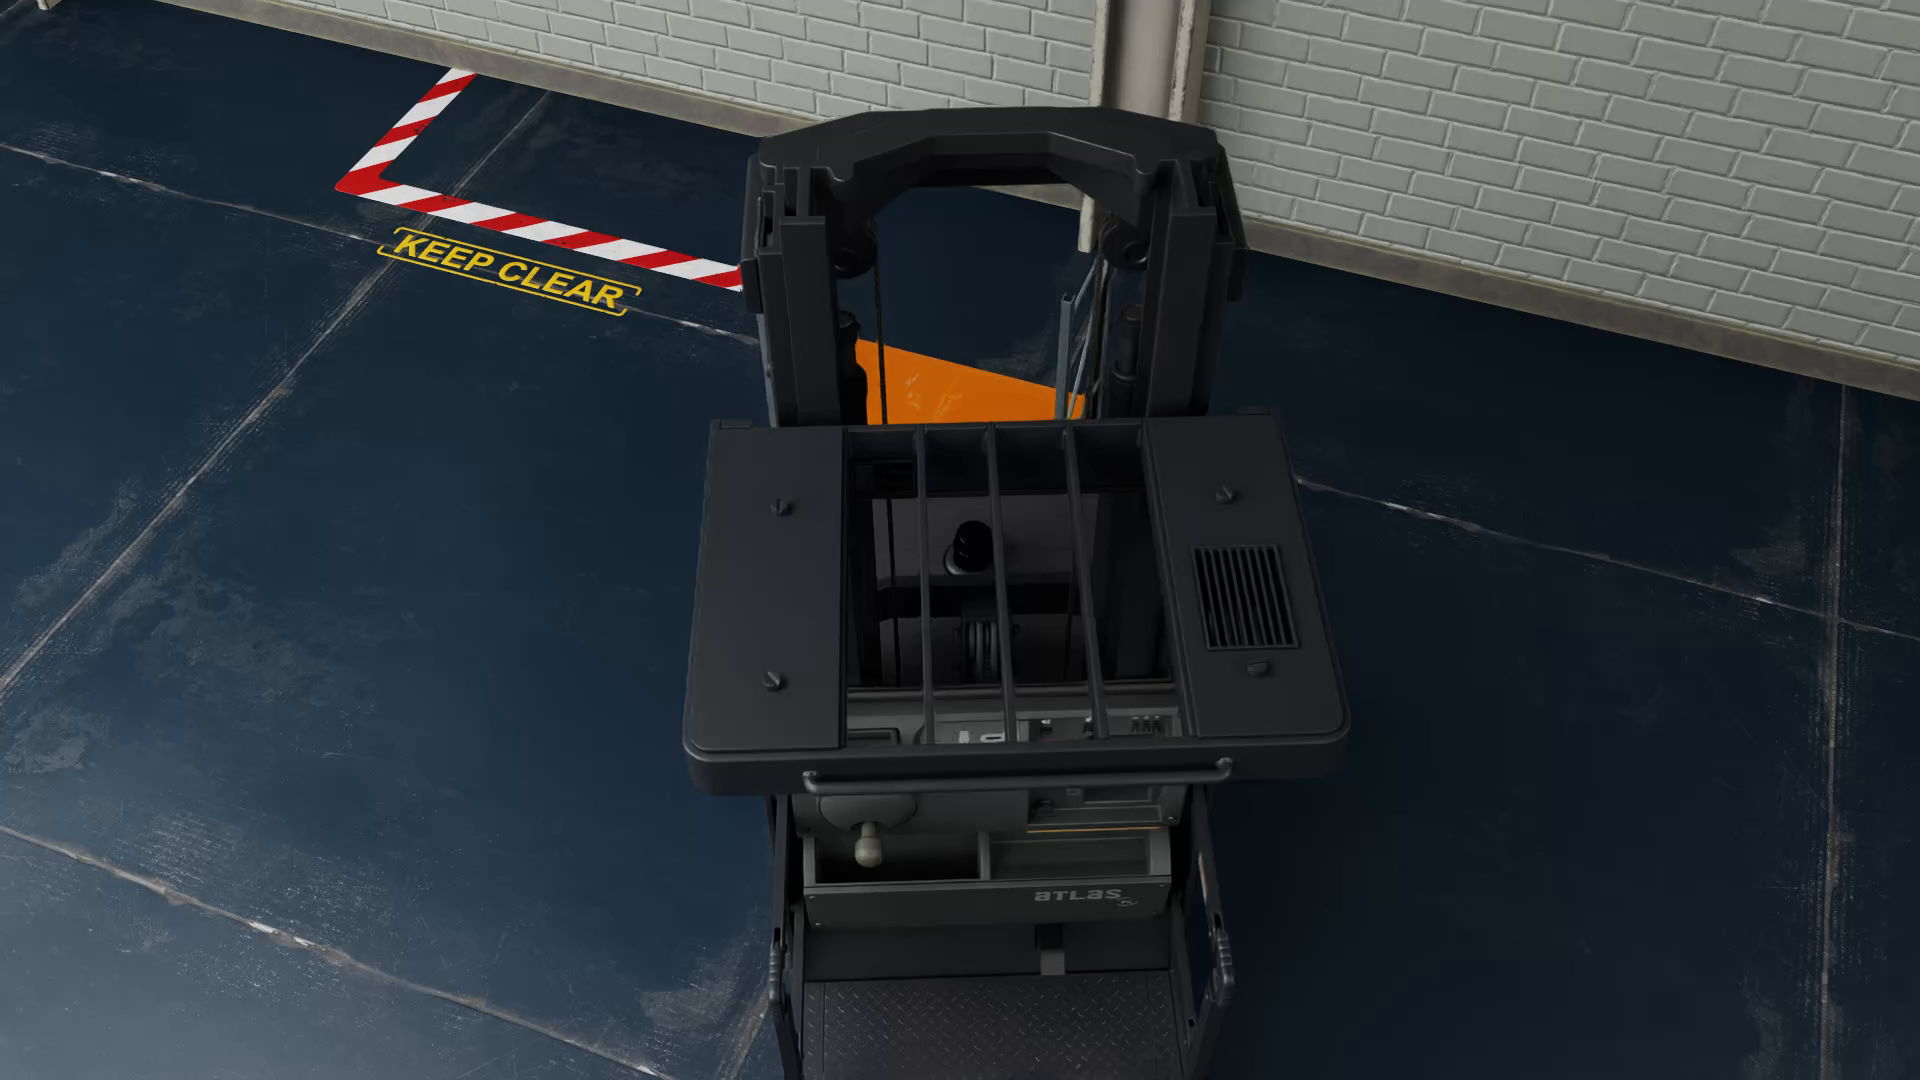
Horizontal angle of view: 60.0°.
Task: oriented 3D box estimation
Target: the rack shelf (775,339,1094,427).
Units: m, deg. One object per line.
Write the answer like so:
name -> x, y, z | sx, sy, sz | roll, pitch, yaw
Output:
rack shelf -> -0.080, -0.396, 5.839 | 1.000, 0.185, 0.538 | 16, 51, 13

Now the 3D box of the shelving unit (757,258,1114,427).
shelving unit -> -0.072, -0.511, 5.701 | 1.083, 1.500, 0.587 | 16, 51, 13

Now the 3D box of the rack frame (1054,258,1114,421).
rack frame -> 0.397, -0.380, 5.587 | 0.032, 1.500, 0.500 | 16, 51, 13

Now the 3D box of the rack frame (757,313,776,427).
rack frame -> -0.557, -0.647, 5.818 | 0.032, 1.500, 0.500 | 16, 51, 13

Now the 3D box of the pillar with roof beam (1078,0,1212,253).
pillar with roof beam -> -0.732, -1.236, 1.366 | 0.400, 9.000, 9.100 | 16, 51, 13

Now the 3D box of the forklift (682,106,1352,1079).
forklift -> 0.079, 0.662, 3.737 | 1.130, 2.935, 3.031 | -2, 49, -1
